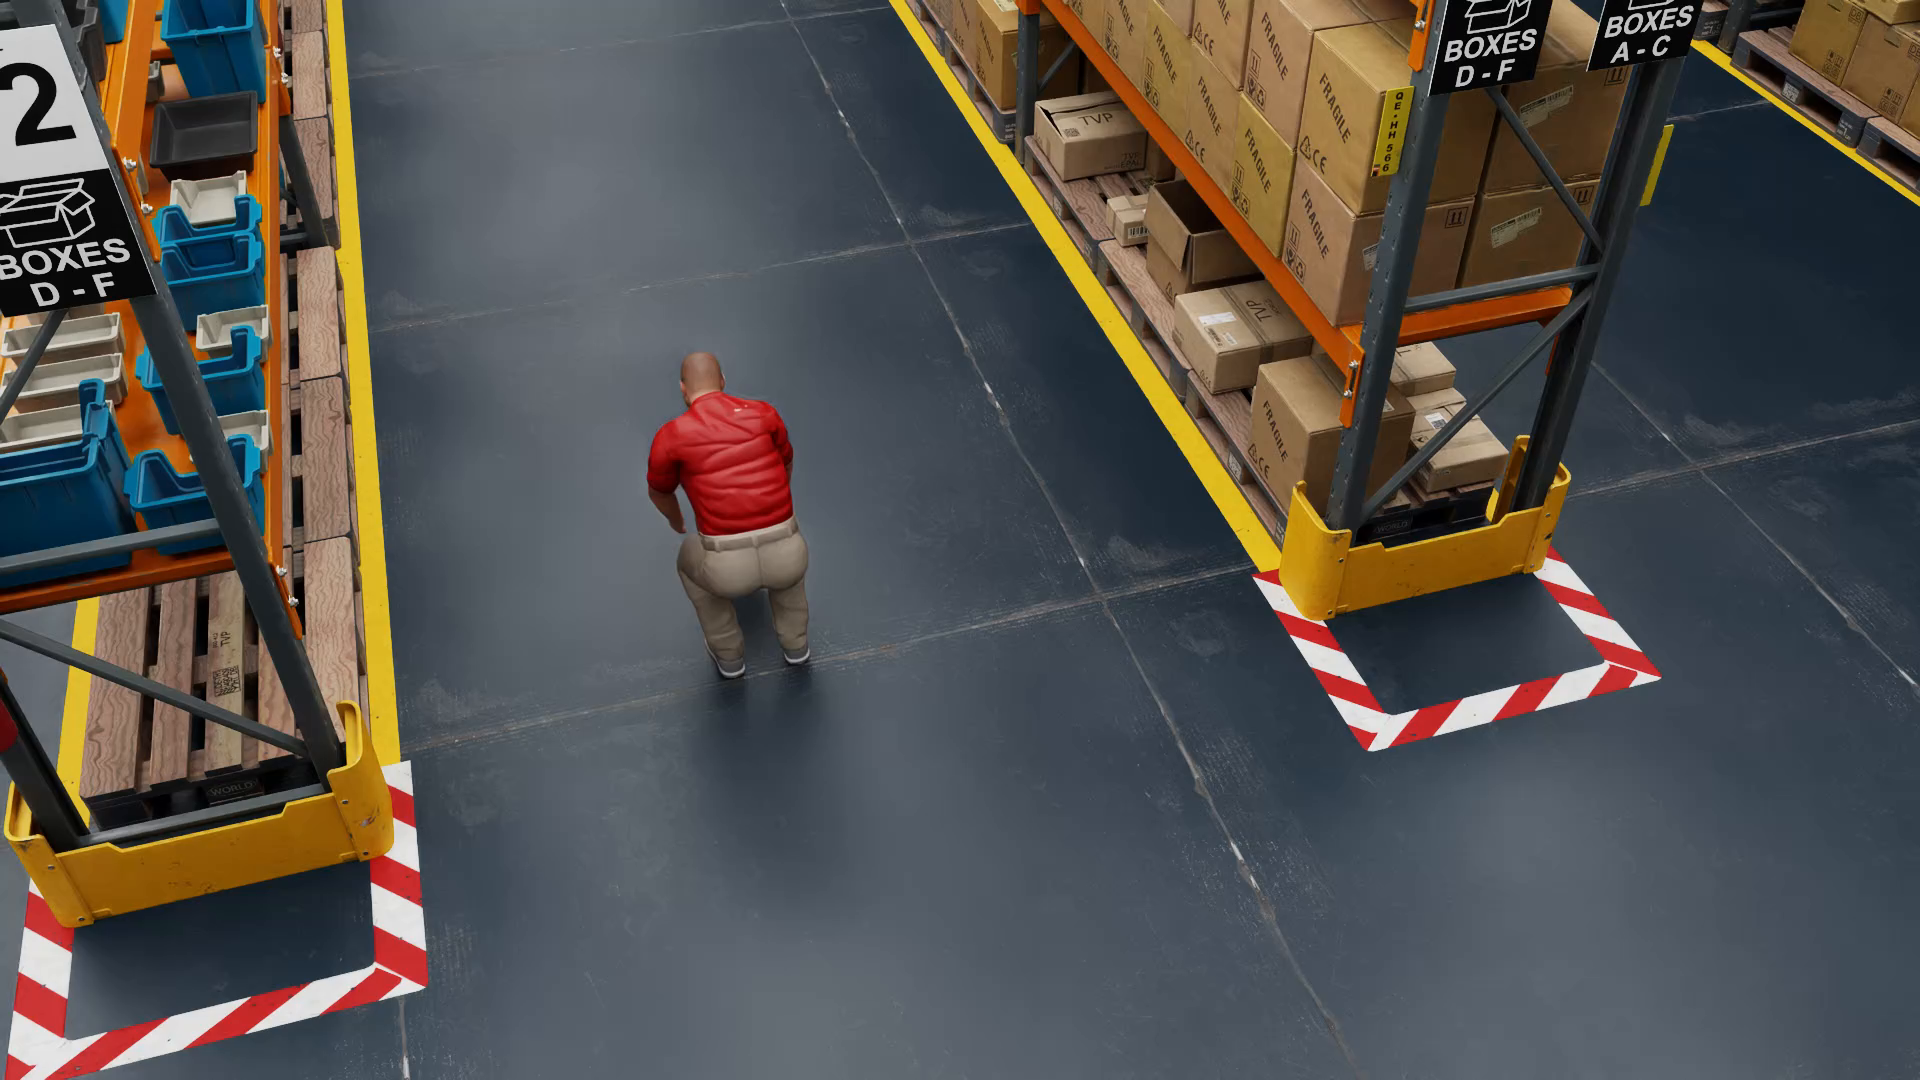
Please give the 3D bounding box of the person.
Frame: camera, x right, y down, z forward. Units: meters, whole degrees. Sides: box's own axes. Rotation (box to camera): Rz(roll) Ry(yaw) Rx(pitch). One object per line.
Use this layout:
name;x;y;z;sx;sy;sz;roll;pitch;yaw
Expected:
person;-0.903;-0.055;6.586;0.587;1.263;0.779;-12;43;-13
